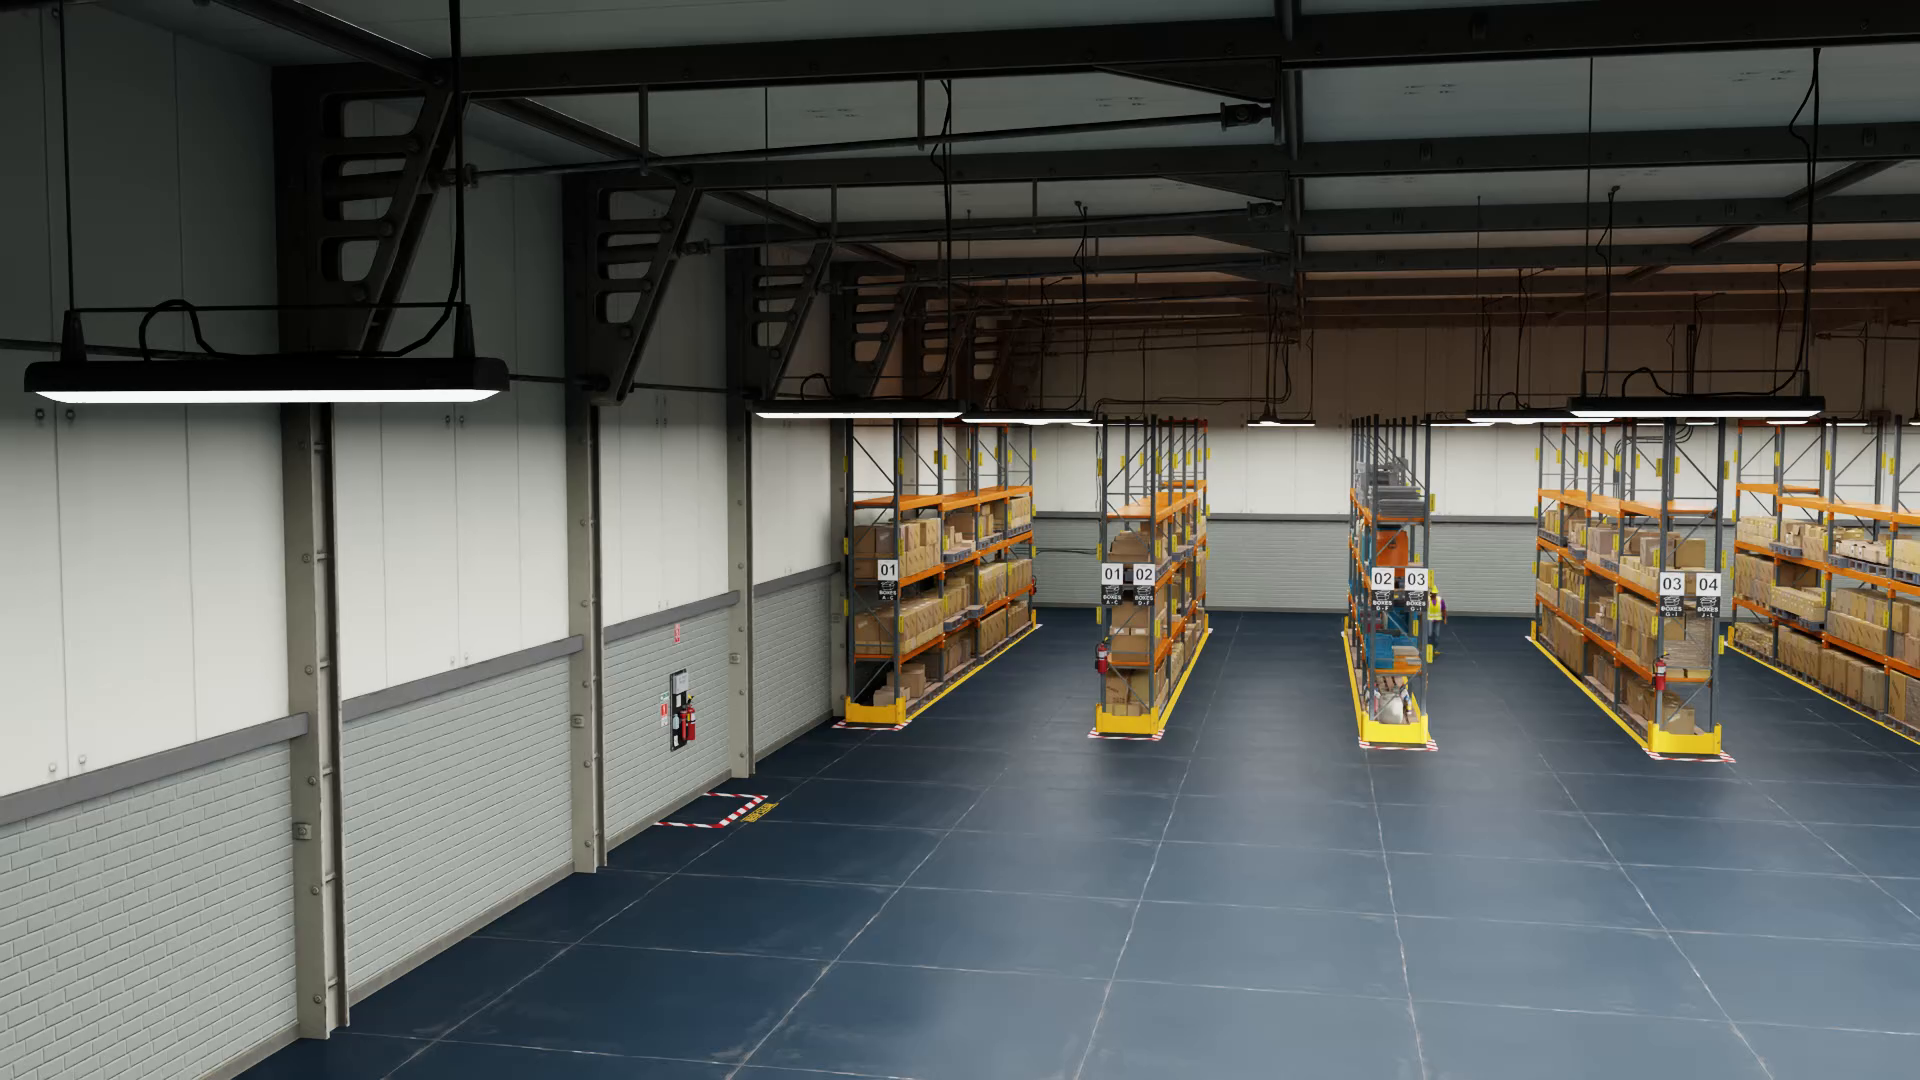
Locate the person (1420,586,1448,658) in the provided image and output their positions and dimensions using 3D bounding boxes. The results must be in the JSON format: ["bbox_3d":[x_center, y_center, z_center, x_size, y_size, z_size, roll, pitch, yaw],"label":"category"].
[{"bbox_3d":[11.964,2.059,41.958,0.646,1.807,0.587,0,4,6],"label":"person"}]
